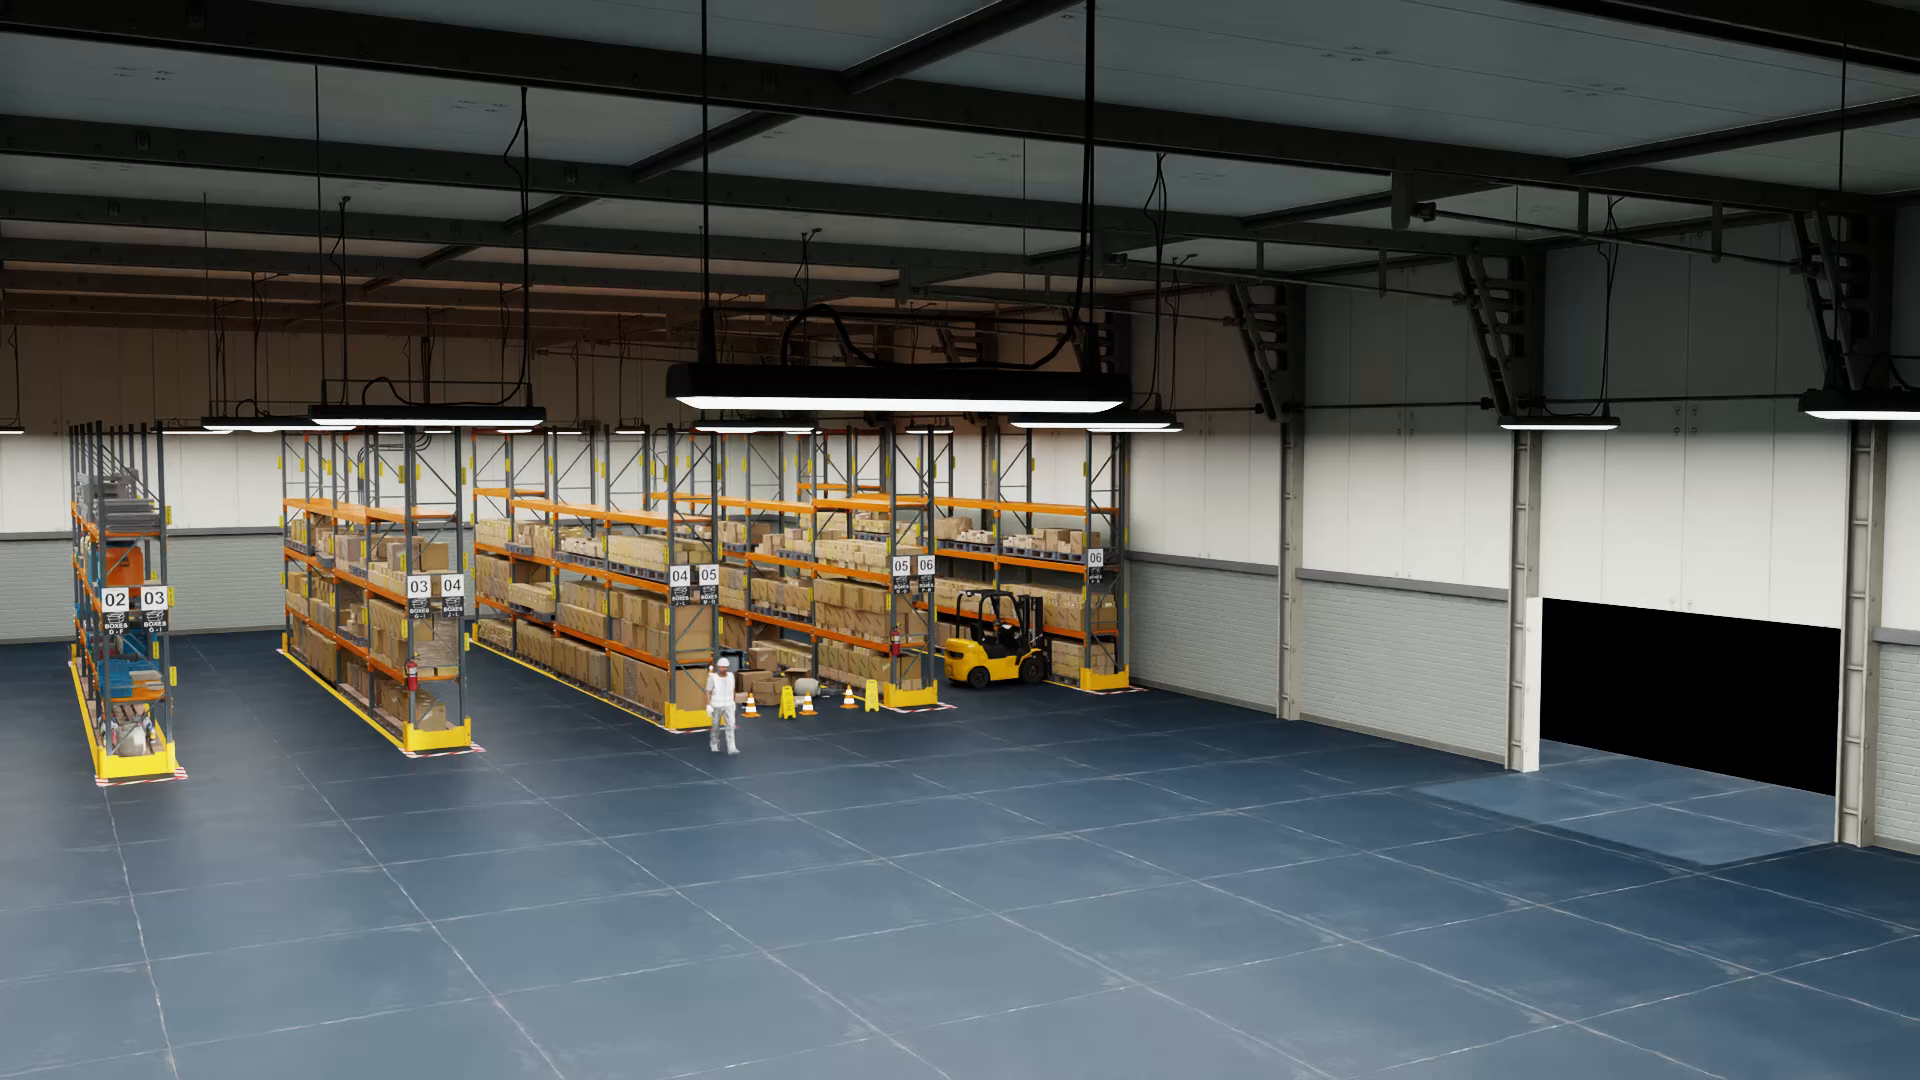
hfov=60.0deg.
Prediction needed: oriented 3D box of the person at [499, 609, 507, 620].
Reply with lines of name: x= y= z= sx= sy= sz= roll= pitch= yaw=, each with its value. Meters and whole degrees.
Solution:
person: x=-14.012 y=1.768 z=50.753 sx=0.421 sy=1.575 sz=1.076 roll=0 pitch=4 yaw=6

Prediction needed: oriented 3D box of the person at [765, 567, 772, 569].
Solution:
person: x=-6.039 y=1.651 z=52.642 sx=0.475 sy=1.648 sz=0.984 roll=3 pitch=5 yaw=41

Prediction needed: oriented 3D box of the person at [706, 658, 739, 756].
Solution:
person: x=-4.271 y=2.988 z=29.868 sx=0.636 sy=1.739 sz=0.973 roll=-2 pitch=4 yaw=-25
